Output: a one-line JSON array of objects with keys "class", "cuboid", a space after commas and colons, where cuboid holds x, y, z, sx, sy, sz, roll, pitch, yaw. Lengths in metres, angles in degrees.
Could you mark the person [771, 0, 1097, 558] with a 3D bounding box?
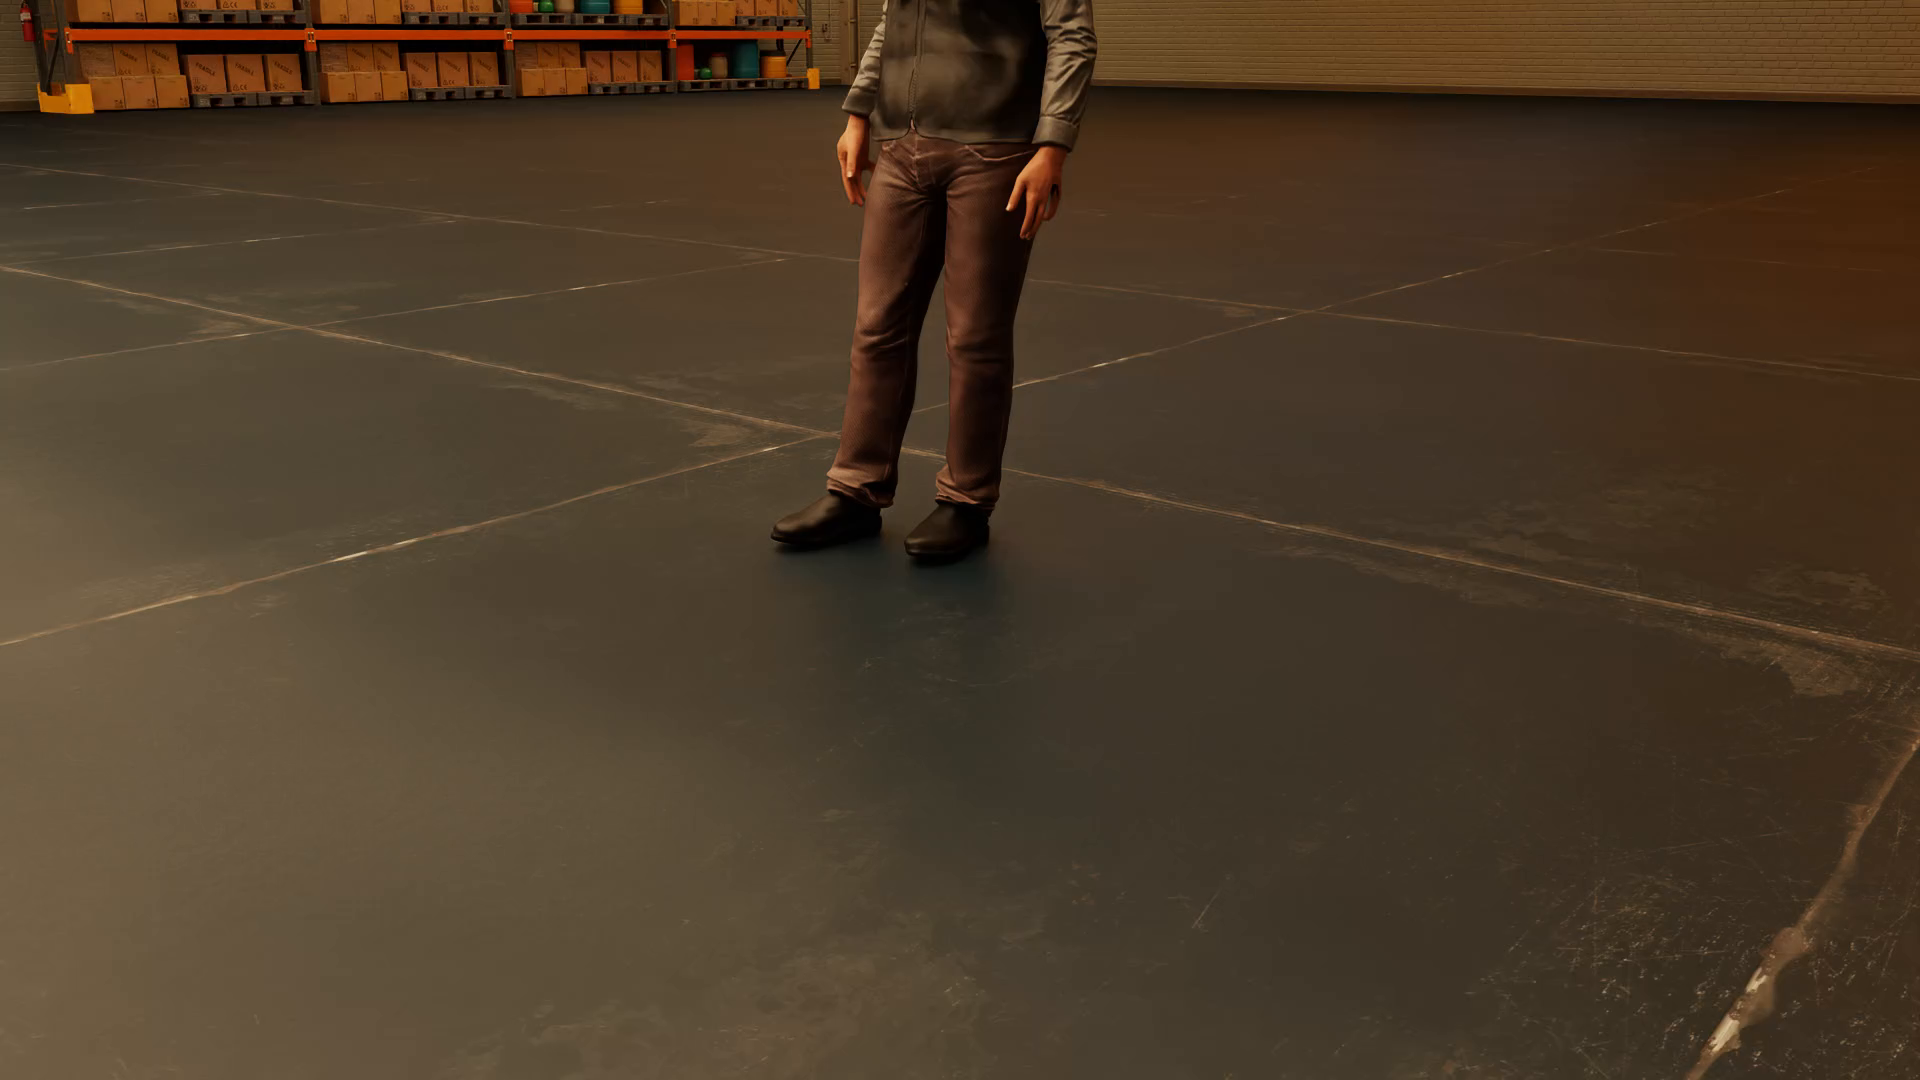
[{"class": "person", "cuboid": [-0.046, -0.818, 3.648, 0.633, 1.722, 0.566, 13, 21, 37]}]
